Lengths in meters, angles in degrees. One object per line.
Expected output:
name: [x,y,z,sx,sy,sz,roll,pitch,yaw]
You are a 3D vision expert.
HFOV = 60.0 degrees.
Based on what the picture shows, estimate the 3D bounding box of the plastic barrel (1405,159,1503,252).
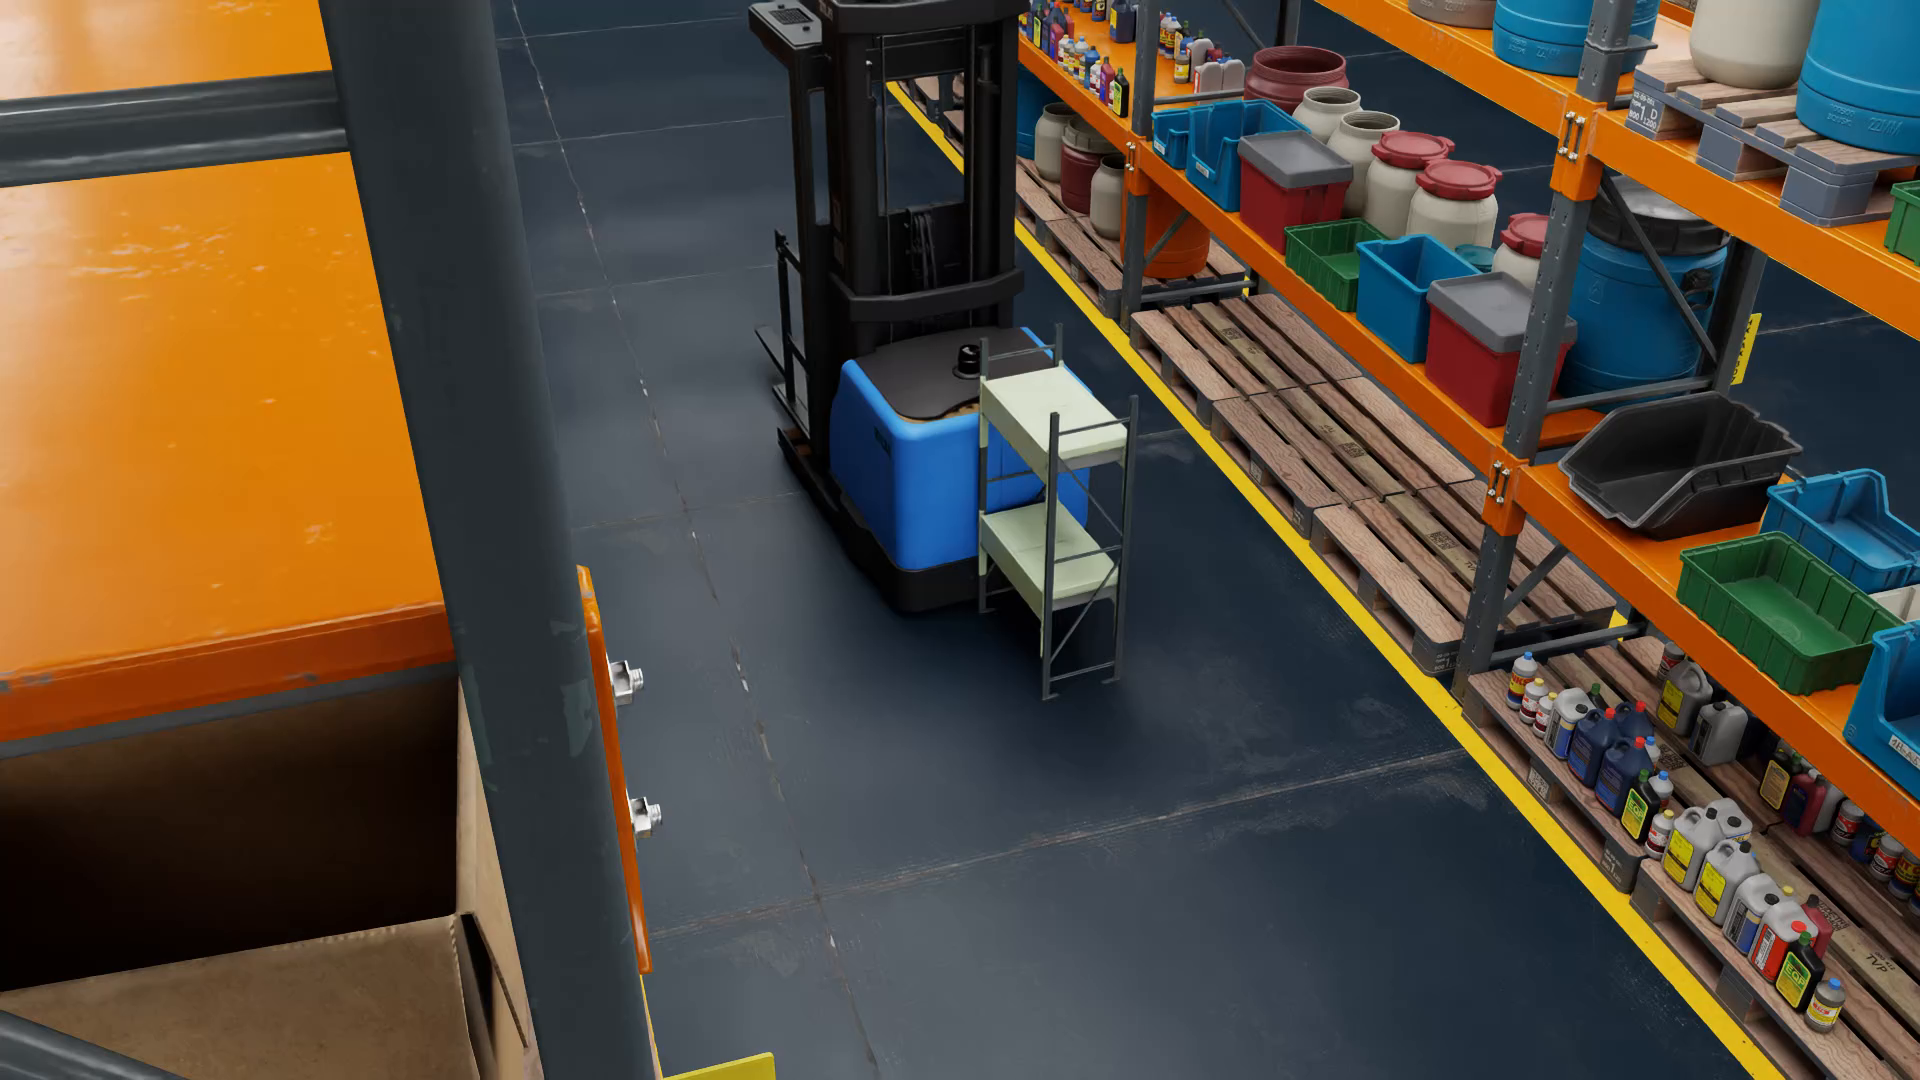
plastic barrel: [2.449,-1.577,8.292,0.433,0.535,0.433,0,33,0]

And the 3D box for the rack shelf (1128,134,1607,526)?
rack shelf: [2.146,-1.346,8.718,1.077,0.370,4.000,-10,35,-15]

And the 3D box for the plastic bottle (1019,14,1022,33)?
plastic bottle: [0.456,-3.762,11.839,0.097,0.271,0.097,0,33,0]

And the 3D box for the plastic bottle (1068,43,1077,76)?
plastic bottle: [0.769,-3.194,11.043,0.097,0.201,0.097,0,33,0]

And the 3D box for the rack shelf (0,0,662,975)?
rack shelf: [-1.353,-0.751,2.739,1.077,0.370,4.000,-10,35,-15]

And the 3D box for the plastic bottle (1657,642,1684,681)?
plastic bottle: [3.163,0.526,7.372,0.097,0.201,0.097,0,33,0]

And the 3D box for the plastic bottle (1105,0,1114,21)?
plastic bottle: [1.120,-3.943,12.108,0.152,0.276,0.135,-10,35,-15]

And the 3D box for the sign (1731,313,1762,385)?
sign: [3.283,-0.798,6.986,0.100,0.325,0.005,-10,35,-15]

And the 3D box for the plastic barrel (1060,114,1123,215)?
plastic barrel: [1.026,-2.712,11.940,0.600,0.588,0.708,-10,35,-15]

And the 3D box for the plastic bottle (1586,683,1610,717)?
plastic bottle: [2.661,0.742,6.971,0.061,0.283,0.133,-10,35,-15]

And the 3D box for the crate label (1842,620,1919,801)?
crate label: [3.157,0.569,5.136,0.502,0.435,0.616,-10,35,-15]

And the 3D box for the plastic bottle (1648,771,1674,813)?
plastic bottle: [2.745,1.023,6.557,0.097,0.271,0.097,0,33,0]

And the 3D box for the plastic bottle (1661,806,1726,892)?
plastic bottle: [2.794,1.142,6.305,0.144,0.351,0.185,-10,35,-15]

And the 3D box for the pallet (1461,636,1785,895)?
pallet: [2.921,0.927,7.155,1.003,0.211,1.213,-10,35,-15]

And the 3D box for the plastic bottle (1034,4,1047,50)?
plastic bottle: [0.560,-3.555,11.515,0.061,0.283,0.133,-10,35,-15]

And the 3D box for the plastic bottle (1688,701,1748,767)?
plastic bottle: [3.152,0.786,6.912,0.152,0.276,0.135,-10,35,-15]

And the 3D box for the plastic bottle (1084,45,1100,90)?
plastic bottle: [0.858,-3.070,10.792,0.097,0.271,0.097,0,33,0]

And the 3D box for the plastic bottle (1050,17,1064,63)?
plastic bottle: [0.657,-3.388,11.262,0.061,0.283,0.133,-10,35,-15]

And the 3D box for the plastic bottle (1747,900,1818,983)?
plastic bottle: [2.947,1.430,5.937,0.152,0.276,0.135,-10,35,-14]

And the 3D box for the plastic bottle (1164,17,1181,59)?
plastic bottle: [1.450,-3.423,11.326,0.097,0.271,0.097,0,33,0]

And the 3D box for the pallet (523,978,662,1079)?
pallet: [-0.934,0.745,2.261,1.003,0.211,1.213,-10,35,-15]

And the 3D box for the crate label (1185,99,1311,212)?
crate label: [1.581,-2.143,9.241,0.502,0.435,0.616,-10,35,-15]

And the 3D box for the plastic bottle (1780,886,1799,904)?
plastic bottle: [3.018,1.357,6.114,0.097,0.201,0.097,0,33,0]

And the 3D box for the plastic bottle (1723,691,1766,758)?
plastic bottle: [3.285,0.716,6.949,0.144,0.351,0.185,-12,35,-17]

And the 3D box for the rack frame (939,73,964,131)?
rack frame: [0.315,-4.796,13.287,1.000,3.000,0.127,-10,35,-15]

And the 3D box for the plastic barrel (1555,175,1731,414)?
plastic barrel: [2.926,-1.059,7.177,0.600,0.901,0.708,-10,35,-15]

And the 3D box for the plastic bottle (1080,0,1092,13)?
plastic bottle: [0.937,-4.032,12.247,0.097,0.271,0.097,0,33,0]

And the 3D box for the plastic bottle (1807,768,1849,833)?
plastic bottle: [3.429,1.003,6.583,0.152,0.276,0.135,-9,35,-14]

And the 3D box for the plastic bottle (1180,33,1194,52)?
plastic bottle: [1.503,-3.222,11.022,0.097,0.271,0.097,0,33,0]

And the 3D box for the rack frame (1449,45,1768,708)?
rack frame: [2.756,-0.596,6.931,1.000,3.000,0.127,-10,35,-15]

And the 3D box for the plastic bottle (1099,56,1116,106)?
plastic bottle: [0.935,-2.909,10.537,0.061,0.283,0.133,-10,35,-15]

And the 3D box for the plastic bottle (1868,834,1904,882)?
plastic bottle: [3.554,1.200,6.353,0.097,0.201,0.097,0,33,0]

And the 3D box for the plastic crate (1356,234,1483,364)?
plastic crate: [2.123,-1.116,7.732,0.392,0.384,0.575,-10,35,-15]

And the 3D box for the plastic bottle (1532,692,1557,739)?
plastic bottle: [2.497,0.736,7.054,0.097,0.201,0.097,0,33,0]

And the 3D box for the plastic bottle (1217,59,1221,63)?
plastic bottle: [1.672,-3.011,10.766,0.097,0.201,0.097,0,33,0]

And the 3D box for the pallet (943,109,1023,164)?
pallet: [0.511,-3.220,13.432,1.003,0.211,1.213,-10,35,-15]

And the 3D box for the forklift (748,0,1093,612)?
forklift: [-0.384,-1.675,8.627,1.130,2.935,3.031,-13,36,-19]

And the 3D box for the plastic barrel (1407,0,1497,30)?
plastic barrel: [2.194,-2.630,6.834,0.600,0.901,0.600,0,33,0]

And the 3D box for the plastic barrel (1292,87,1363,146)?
plastic barrel: [2.053,-2.238,9.315,0.421,0.512,0.421,0,33,0]

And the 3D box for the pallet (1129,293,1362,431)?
pallet: [1.735,-1.119,10.252,1.003,0.211,1.213,-10,35,-15]

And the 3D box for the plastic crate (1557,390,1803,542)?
plastic crate: [2.794,-0.274,6.499,0.767,0.338,0.504,-10,35,-15]

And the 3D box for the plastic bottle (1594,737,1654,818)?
plastic bottle: [2.664,0.919,6.643,0.144,0.351,0.185,-11,35,-17]

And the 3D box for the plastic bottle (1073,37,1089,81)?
plastic bottle: [0.799,-3.172,10.946,0.097,0.271,0.097,0,33,0]

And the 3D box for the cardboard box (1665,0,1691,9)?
cardboard box: [5.558,-4.323,12.480,0.500,0.500,0.500,-11,35,-16]

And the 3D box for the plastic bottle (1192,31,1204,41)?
plastic bottle: [1.573,-3.250,11.053,0.061,0.283,0.133,-10,35,-15]

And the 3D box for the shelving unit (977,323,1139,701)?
shelving unit: [0.416,-0.120,7.571,0.431,1.500,0.755,-13,36,-19]

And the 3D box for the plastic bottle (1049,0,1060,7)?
plastic bottle: [0.653,-3.684,11.721,0.097,0.271,0.097,0,33,0]

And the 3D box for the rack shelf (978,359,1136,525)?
rack shelf: [0.416,-0.446,7.356,0.431,0.370,0.720,-13,36,-19]
